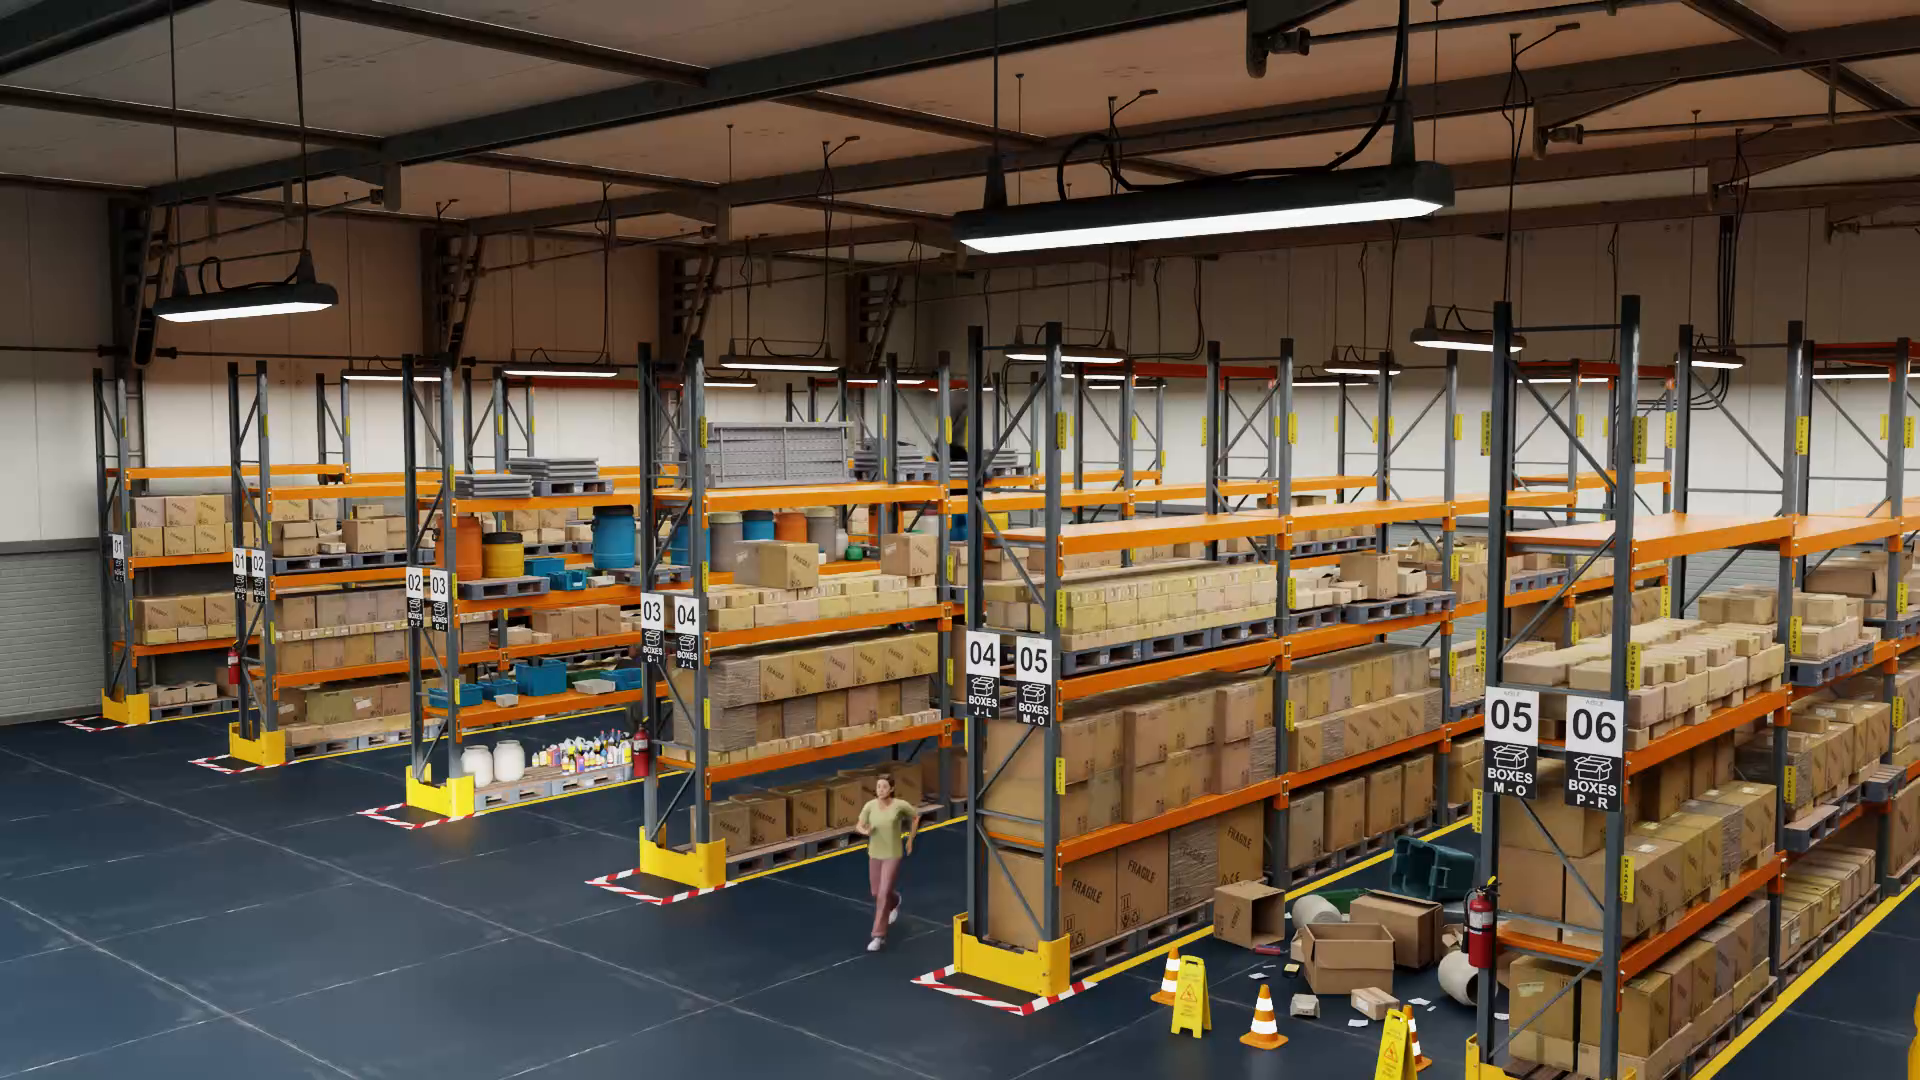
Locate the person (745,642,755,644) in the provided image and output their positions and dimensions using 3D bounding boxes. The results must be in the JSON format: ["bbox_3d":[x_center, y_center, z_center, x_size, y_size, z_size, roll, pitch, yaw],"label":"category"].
[{"bbox_3d":[-3.670,2.108,29.471,0.693,1.828,0.922,3,5,37],"label":"person"}]

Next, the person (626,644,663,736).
[{"bbox_3d":[-5.030,2.439,26.283,0.670,1.626,0.598,-4,6,-44],"label":"person"}]

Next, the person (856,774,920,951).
[{"bbox_3d":[-0.724,3.113,16.390,0.582,1.657,0.915,1,4,18],"label":"person"}]
